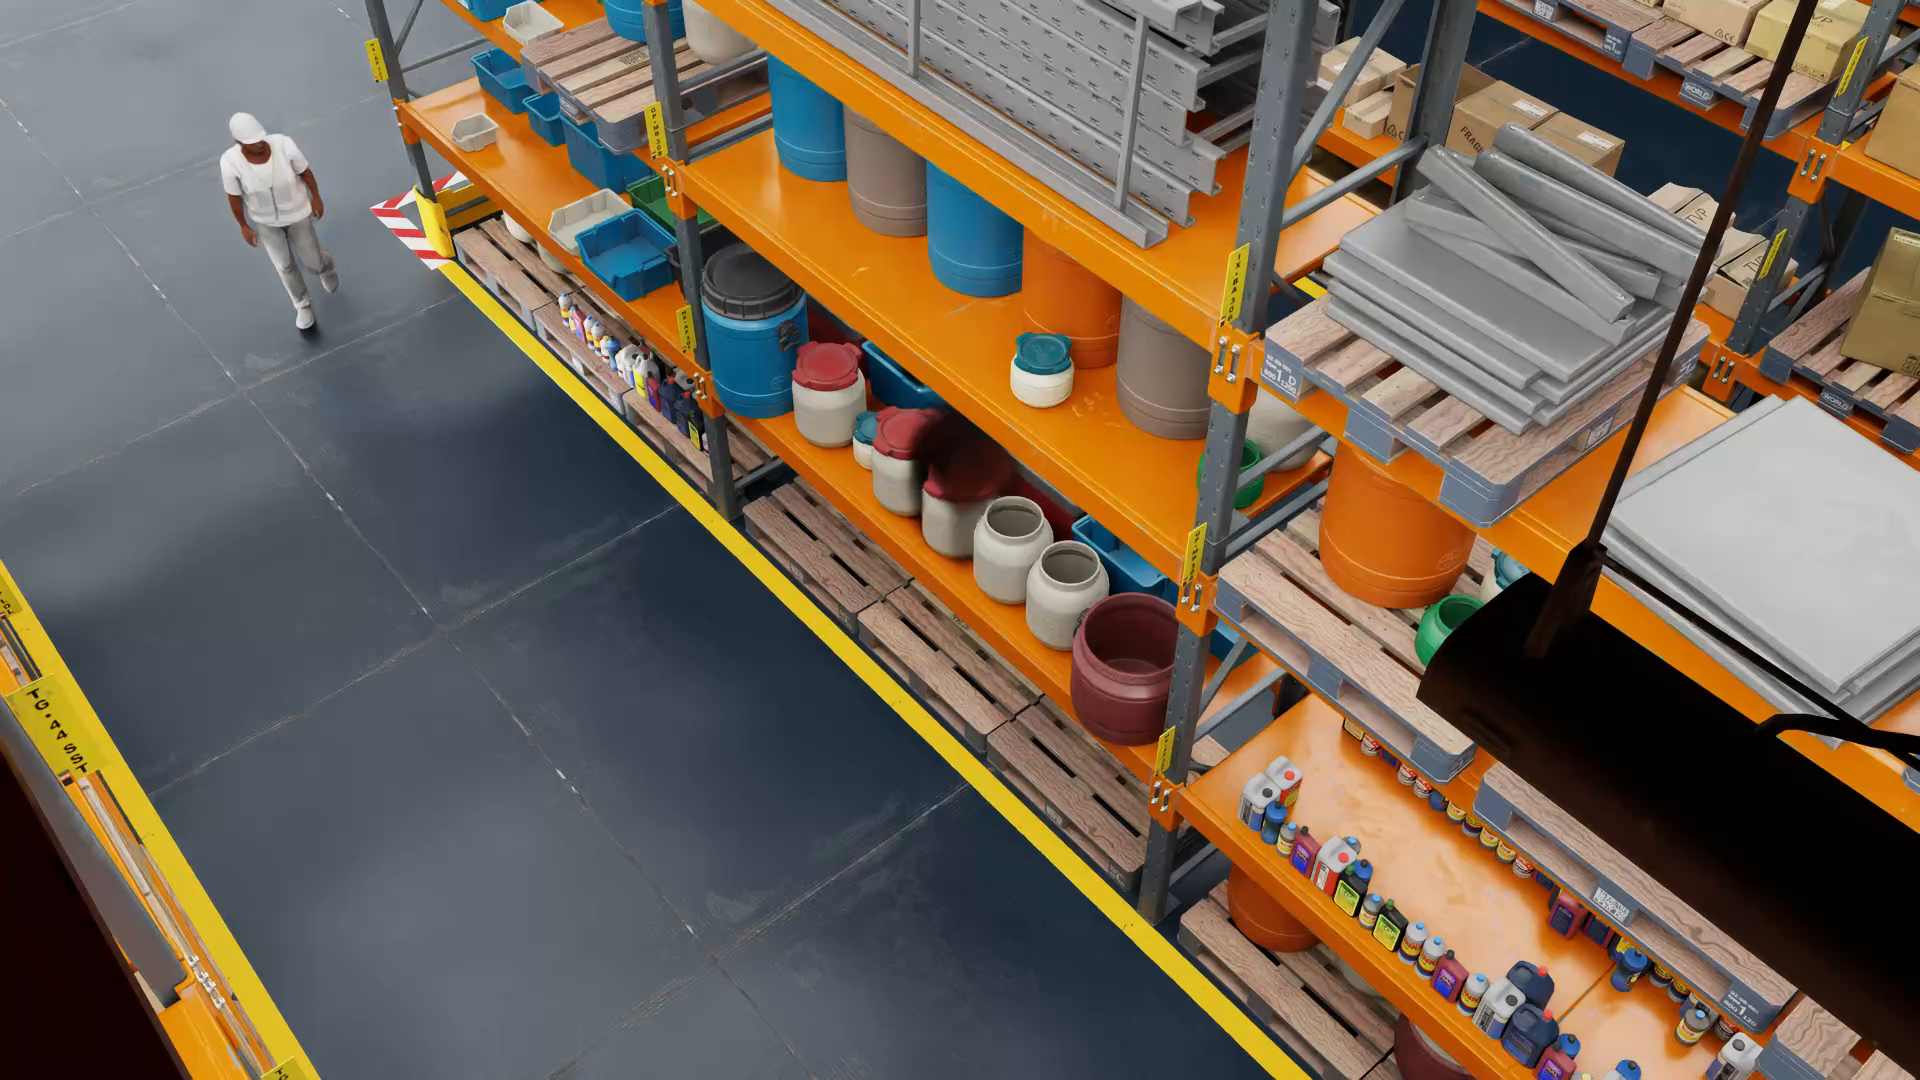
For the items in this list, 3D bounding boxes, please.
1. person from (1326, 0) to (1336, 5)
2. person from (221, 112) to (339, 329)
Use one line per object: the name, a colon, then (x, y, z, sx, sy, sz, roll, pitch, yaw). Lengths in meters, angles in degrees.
person: (3.116, -4.714, 14.337, 0.485, 1.649, 0.538, 14, 48, 13)
person: (-4.905, -2.370, 12.009, 0.569, 1.757, 0.570, -6, 47, -6)
